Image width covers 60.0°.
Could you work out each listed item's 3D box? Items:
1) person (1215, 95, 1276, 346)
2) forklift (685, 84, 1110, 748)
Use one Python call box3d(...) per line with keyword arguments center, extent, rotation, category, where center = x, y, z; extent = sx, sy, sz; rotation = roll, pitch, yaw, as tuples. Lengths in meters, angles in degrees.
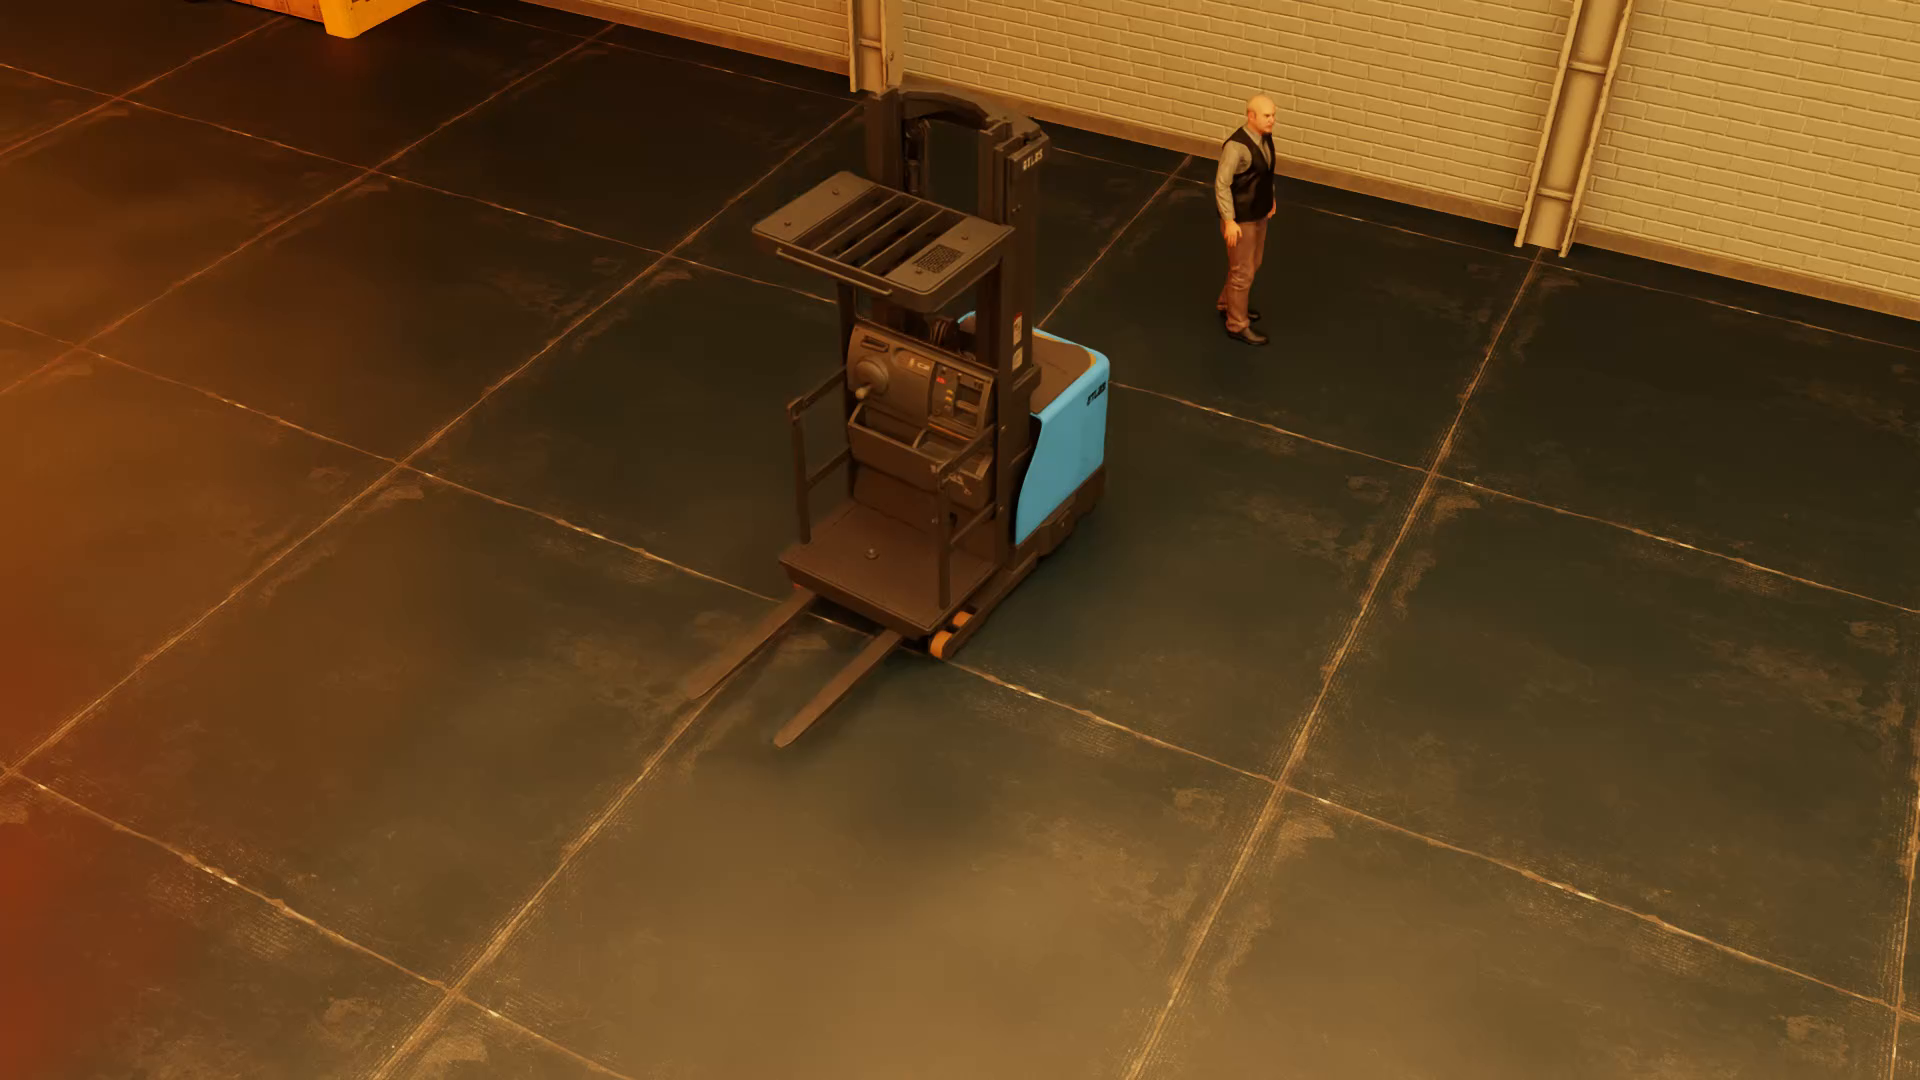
box3d(center=(2.060, -2.215, 11.621), extent=(0.544, 1.637, 0.688), rotation=(20, 44, 22), category="person")
box3d(center=(-0.343, -0.796, 8.931), extent=(1.130, 2.935, 3.031), rotation=(24, 46, 26), category="forklift")
